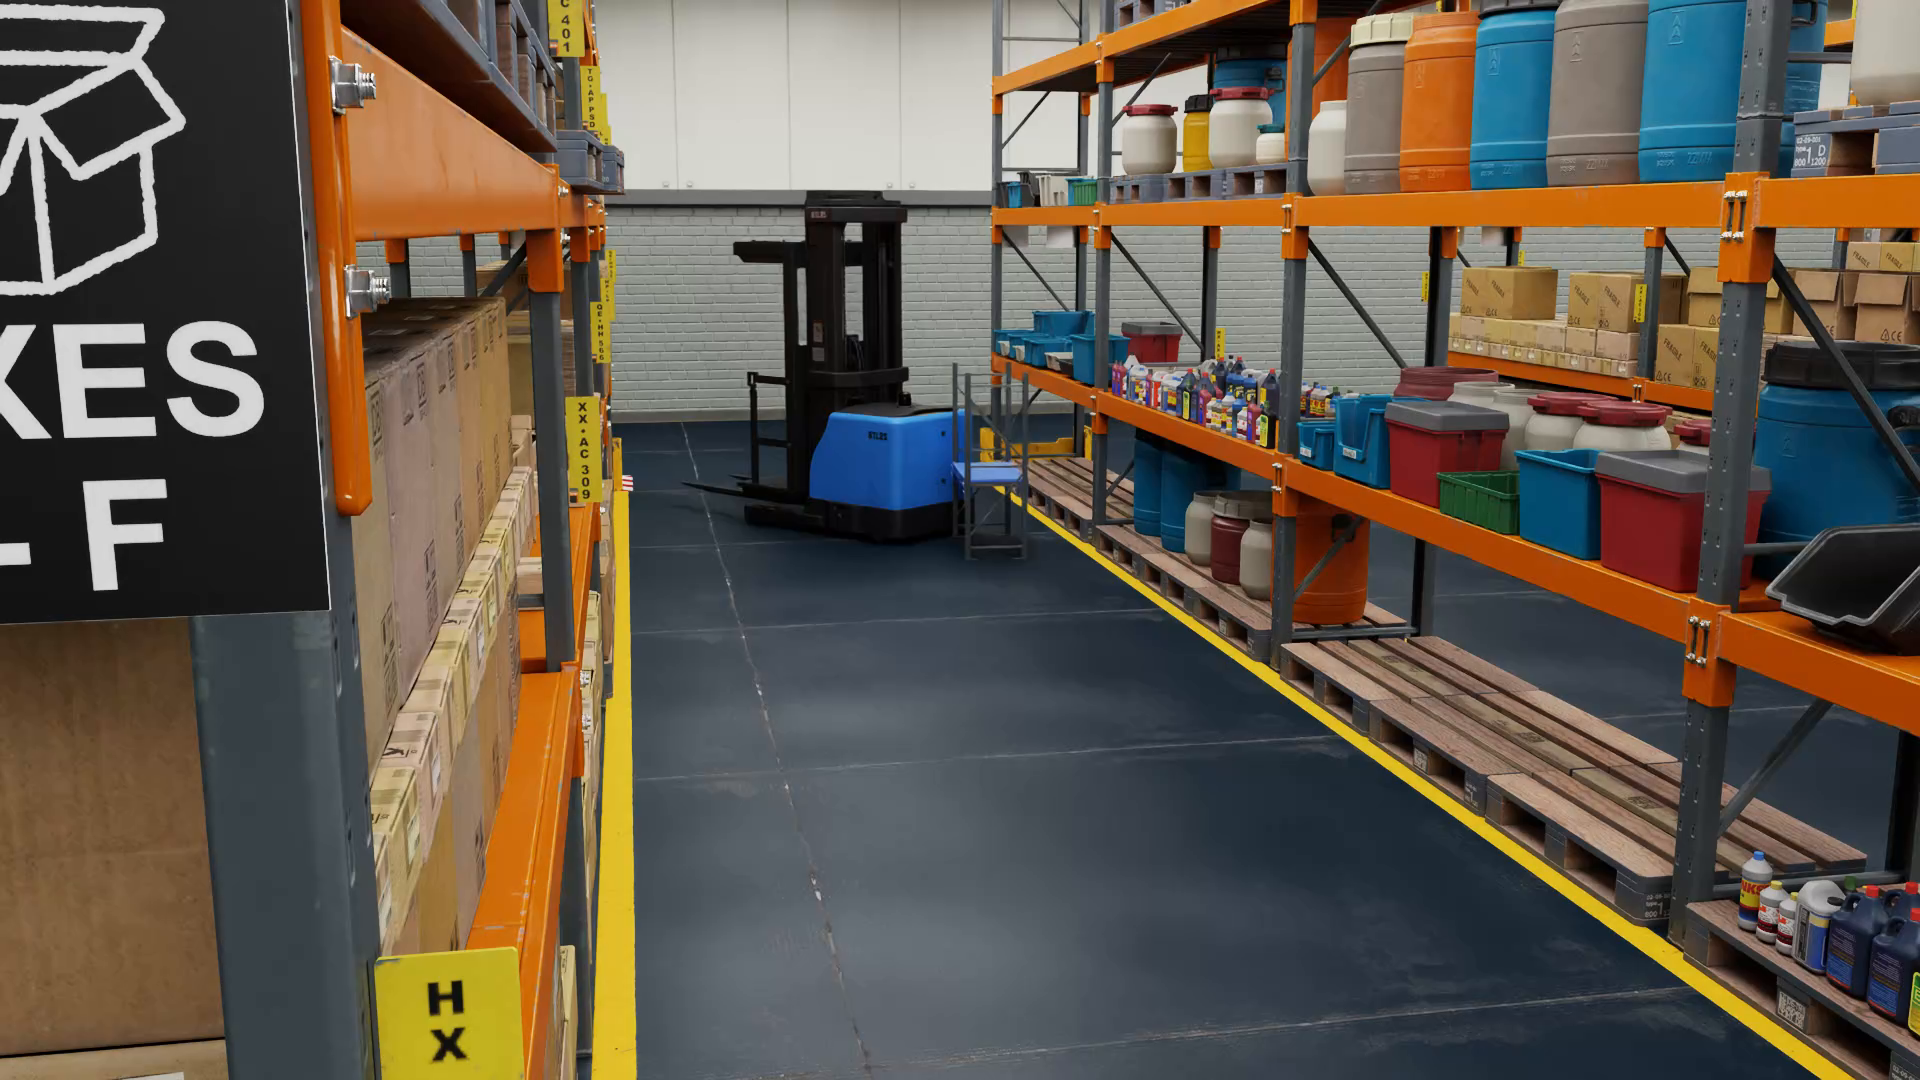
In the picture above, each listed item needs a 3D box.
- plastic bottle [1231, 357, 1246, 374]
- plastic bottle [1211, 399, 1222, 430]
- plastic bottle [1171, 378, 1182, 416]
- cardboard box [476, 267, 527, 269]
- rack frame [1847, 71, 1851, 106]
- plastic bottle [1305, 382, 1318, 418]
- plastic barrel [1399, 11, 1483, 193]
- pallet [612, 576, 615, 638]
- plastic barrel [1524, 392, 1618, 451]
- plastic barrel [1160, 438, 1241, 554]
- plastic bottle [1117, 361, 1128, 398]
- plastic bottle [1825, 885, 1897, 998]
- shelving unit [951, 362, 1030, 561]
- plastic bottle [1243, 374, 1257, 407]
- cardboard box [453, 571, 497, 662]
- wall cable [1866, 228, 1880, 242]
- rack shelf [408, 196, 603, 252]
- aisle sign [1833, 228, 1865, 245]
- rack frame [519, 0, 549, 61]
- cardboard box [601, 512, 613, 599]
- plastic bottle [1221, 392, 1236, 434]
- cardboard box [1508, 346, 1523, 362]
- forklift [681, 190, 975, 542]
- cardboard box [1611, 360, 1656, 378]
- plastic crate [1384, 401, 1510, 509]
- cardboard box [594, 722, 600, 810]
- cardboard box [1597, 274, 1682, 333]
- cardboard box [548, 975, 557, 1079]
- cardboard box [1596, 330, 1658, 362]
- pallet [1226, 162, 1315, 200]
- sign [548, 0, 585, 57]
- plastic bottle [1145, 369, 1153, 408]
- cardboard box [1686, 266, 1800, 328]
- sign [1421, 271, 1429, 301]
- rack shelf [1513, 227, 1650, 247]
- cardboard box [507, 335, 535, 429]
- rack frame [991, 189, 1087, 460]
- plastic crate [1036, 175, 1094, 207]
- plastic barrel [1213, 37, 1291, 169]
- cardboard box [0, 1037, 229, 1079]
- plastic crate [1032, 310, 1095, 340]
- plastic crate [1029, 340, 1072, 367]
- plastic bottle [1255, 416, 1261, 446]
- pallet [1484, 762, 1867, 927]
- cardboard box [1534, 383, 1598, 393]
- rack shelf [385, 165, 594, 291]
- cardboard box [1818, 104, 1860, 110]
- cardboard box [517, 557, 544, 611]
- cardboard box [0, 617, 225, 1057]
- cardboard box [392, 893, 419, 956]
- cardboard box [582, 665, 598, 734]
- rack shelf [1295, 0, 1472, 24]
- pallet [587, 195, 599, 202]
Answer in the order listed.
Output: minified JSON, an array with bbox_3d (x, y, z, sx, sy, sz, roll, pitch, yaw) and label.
[{"bbox_3d":[2.144,-1.223,12.733,0.144,0.351,0.185,-2,11,-11],"label":"plastic bottle"},{"bbox_3d":[1.726,-0.837,11.102,0.097,0.201,0.097,0,11,0],"label":"plastic bottle"},{"bbox_3d":[1.564,-1.024,11.896,0.097,0.271,0.097,0,11,0],"label":"plastic bottle"},{"bbox_3d":[-3.706,-1.976,13.615,0.500,0.500,0.500,-2,11,-12],"label":"cardboard box"},{"bbox_3d":[10.573,-5.461,18.819,1.000,3.000,0.127,-2,11,-11],"label":"rack frame"},{"bbox_3d":[2.439,-0.952,11.487,0.061,0.283,0.133,-2,11,-11],"label":"plastic bottle"},{"bbox_3d":[2.460,-2.110,8.091,0.600,0.830,0.708,-2,11,-11],"label":"plastic barrel"},{"bbox_3d":[-2.816,0.483,11.093,1.003,0.211,1.213,-2,11,-11],"label":"pallet"},{"bbox_3d":[2.966,-0.435,8.095,0.433,0.535,0.433,0,11,0],"label":"plastic barrel"},{"bbox_3d":[1.835,-0.383,12.676,0.600,0.901,0.708,-2,11,-11],"label":"plastic barrel"},{"bbox_3d":[1.287,-1.273,13.177,0.061,0.283,0.133,-2,11,-11],"label":"plastic bottle"},{"bbox_3d":[2.914,1.278,5.370,0.144,0.351,0.185,-2,11,-9],"label":"plastic bottle"},{"bbox_3d":[0.238,-0.673,13.719,0.538,1.500,1.048,-1,11,-6],"label":"shelving unit"},{"bbox_3d":[2.123,-1.080,12.190,0.097,0.271,0.097,0,11,0],"label":"plastic bottle"},{"bbox_3d":[-1.133,0.165,3.307,0.380,0.149,0.250,-2,11,-9],"label":"cardboard box"},{"bbox_3d":[14.289,-4.260,25.754,0.585,1.953,0.123,-2,11,-11],"label":"wall cable"},{"bbox_3d":[-2.863,-2.012,10.646,1.077,0.370,4.000,-2,11,-11],"label":"rack shelf"},{"bbox_3d":[10.265,-3.793,19.150,0.394,0.787,0.004,-2,11,-11],"label":"aisle sign"},{"bbox_3d":[-1.696,-2.738,4.517,1.000,3.000,0.127,-2,11,-11],"label":"rack frame"},{"bbox_3d":[-2.588,0.110,11.107,0.500,0.500,0.500,-3,11,-13],"label":"cardboard box"},{"bbox_3d":[1.764,-0.835,10.907,0.097,0.271,0.097,0,11,0],"label":"plastic bottle"},{"bbox_3d":[5.734,-1.869,16.666,0.380,0.149,0.250,-2,11,-12],"label":"cardboard box"},{"bbox_3d":[-1.313,-1.632,14.931,3.031,2.935,1.130,9,14,40],"label":"forklift"},{"bbox_3d":[6.086,-1.539,14.930,0.380,0.149,0.250,-2,11,-11],"label":"cardboard box"},{"bbox_3d":[2.400,-0.428,8.253,0.402,0.464,0.583,-2,11,-11],"label":"plastic crate"},{"bbox_3d":[-1.831,0.988,7.213,0.500,0.250,0.500,-2,11,-10],"label":"cardboard box"},{"bbox_3d":[6.115,-2.134,14.984,0.500,0.500,0.500,-2,11,-9],"label":"cardboard box"},{"bbox_3d":[-1.204,1.246,3.855,0.500,0.500,0.500,-2,11,-11],"label":"cardboard box"},{"bbox_3d":[6.123,-1.762,15.037,0.500,0.250,0.500,-2,11,-12],"label":"cardboard box"},{"bbox_3d":[2.333,-2.229,10.368,1.003,0.211,1.213,-2,11,-11],"label":"pallet"},{"bbox_3d":[-1.151,-1.578,4.849,0.100,0.325,0.005,-2,11,-11],"label":"sign"},{"bbox_3d":[1.434,-1.135,12.449,0.061,0.283,0.133,-2,11,-11],"label":"plastic bottle"},{"bbox_3d":[6.599,-2.043,13.958,0.797,0.503,0.637,-2,11,-12],"label":"cardboard box"},{"bbox_3d":[5.143,-2.797,18.341,0.100,0.325,0.005,-2,11,-11],"label":"sign"},{"bbox_3d":[6.077,-3.105,16.390,1.077,0.370,4.000,-2,11,-11],"label":"rack shelf"},{"bbox_3d":[-2.707,-0.892,9.469,0.700,0.500,0.500,-6,12,-30],"label":"cardboard box"},{"bbox_3d":[0.830,-2.172,17.584,1.000,3.000,0.127,-2,11,-11],"label":"rack frame"},{"bbox_3d":[0.958,-3.169,15.120,0.437,0.282,0.530,-2,11,-11],"label":"plastic crate"},{"bbox_3d":[2.090,-3.057,11.747,0.600,0.901,0.708,-2,11,-11],"label":"plastic barrel"},{"bbox_3d":[-0.783,0.495,1.572,0.380,0.149,0.250,-2,11,-11],"label":"cardboard box"},{"bbox_3d":[1.078,-2.164,17.288,0.616,0.435,0.499,-2,11,-11],"label":"plastic crate"},{"bbox_3d":[0.869,-1.765,15.735,0.416,0.233,0.300,-2,11,-11],"label":"plastic crate"},{"bbox_3d":[1.884,-0.687,10.316,0.097,0.201,0.097,0,11,0],"label":"plastic bottle"},{"bbox_3d":[2.973,1.256,7.030,1.003,0.211,1.213,-2,11,-11],"label":"pallet"},{"bbox_3d":[6.241,-1.070,16.353,0.875,0.875,0.875,-2,11,-11],"label":"cardboard box"},{"bbox_3d":[-2.085,-1.278,6.792,1.077,0.370,4.000,-2,11,-11],"label":"rack shelf"},{"bbox_3d":[6.826,-2.989,12.456,0.797,0.503,0.637,-2,11,-12],"label":"cardboard box"},{"bbox_3d":[-1.667,0.162,5.994,0.380,0.149,0.250,-2,11,-11],"label":"cardboard box"},{"bbox_3d":[-1.006,0.160,1.596,0.700,0.500,0.500,-2,11,-11],"label":"cardboard box"},{"bbox_3d":[-1.103,0.711,2.171,0.700,0.500,0.500,-2,11,-10],"label":"cardboard box"},{"bbox_3d":[-1.832,0.711,7.170,0.500,0.311,0.500,-2,11,-9],"label":"cardboard box"},{"bbox_3d":[2.775,-2.735,7.491,1.077,0.370,4.000,-2,11,-11],"label":"rack shelf"},{"bbox_3d":[-2.989,-2.328,10.883,1.213,0.211,1.003,-2,11,-11],"label":"pallet"}]
